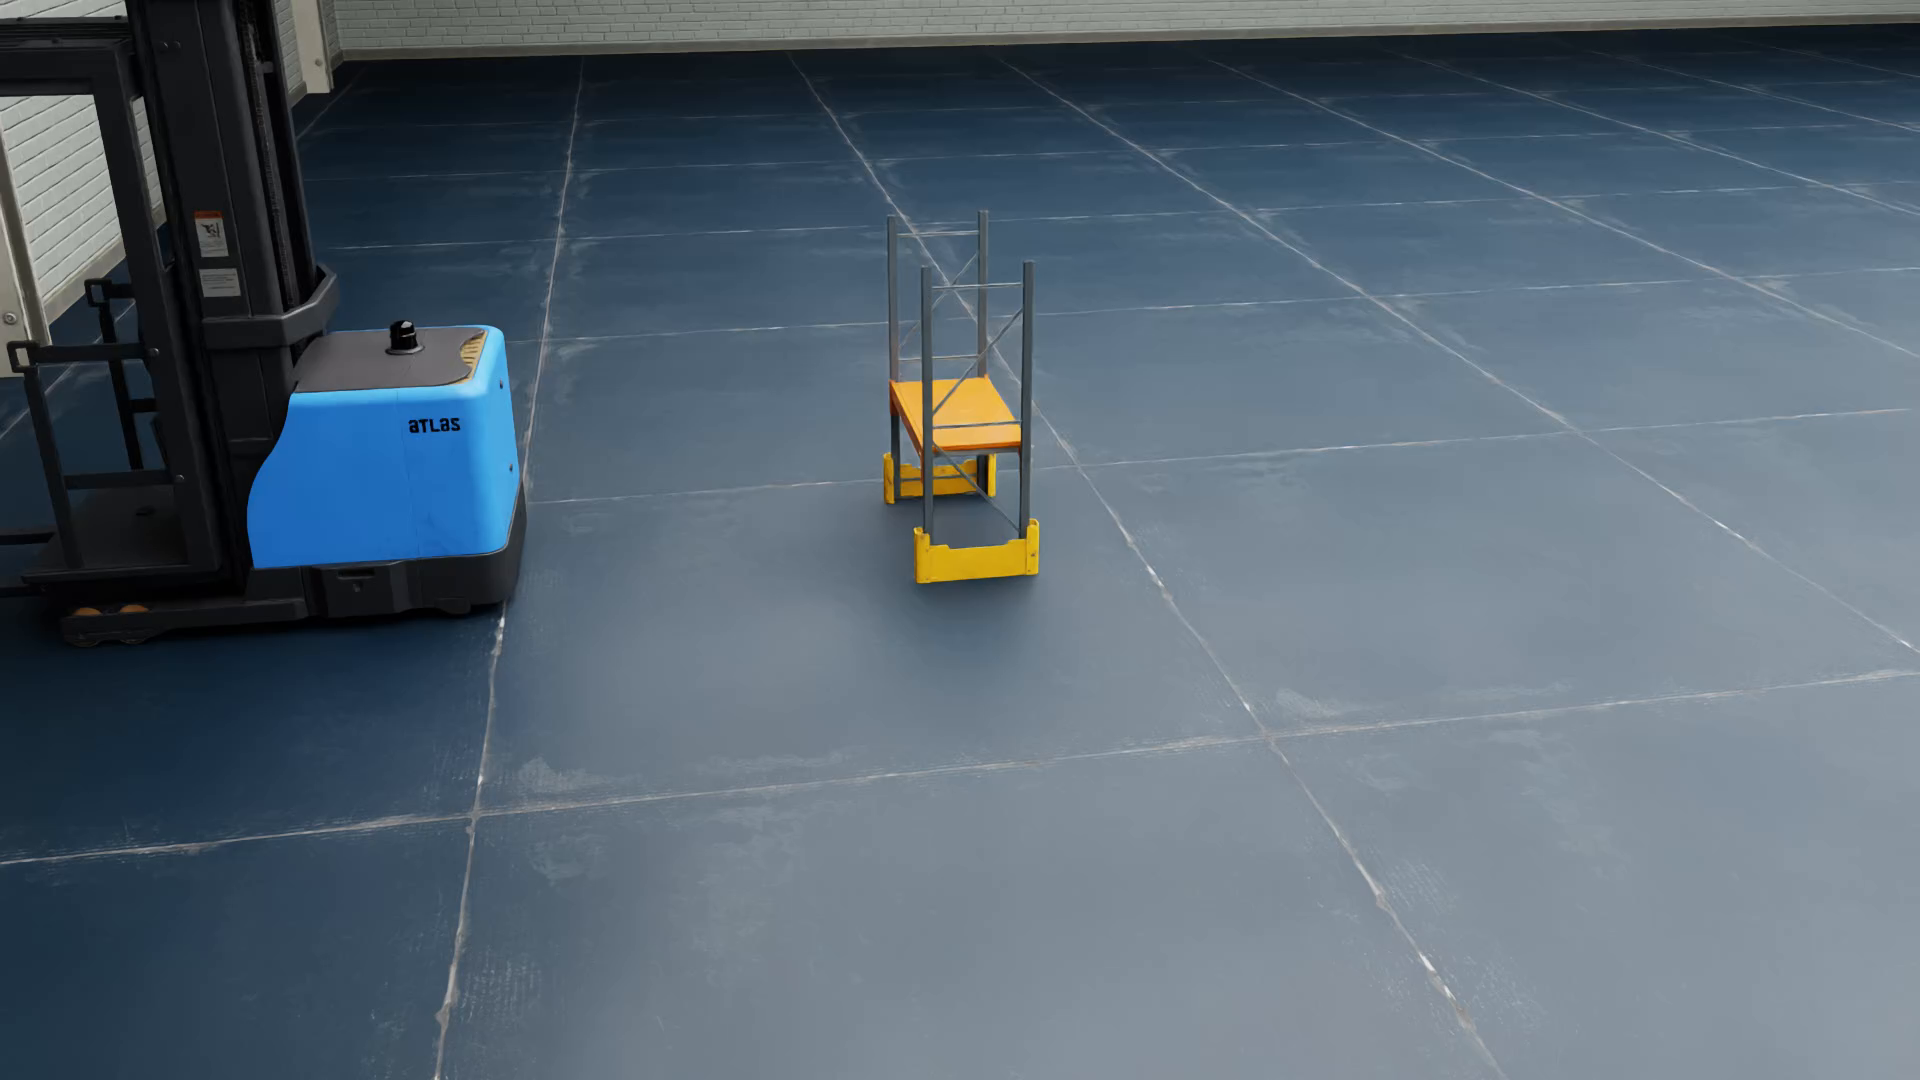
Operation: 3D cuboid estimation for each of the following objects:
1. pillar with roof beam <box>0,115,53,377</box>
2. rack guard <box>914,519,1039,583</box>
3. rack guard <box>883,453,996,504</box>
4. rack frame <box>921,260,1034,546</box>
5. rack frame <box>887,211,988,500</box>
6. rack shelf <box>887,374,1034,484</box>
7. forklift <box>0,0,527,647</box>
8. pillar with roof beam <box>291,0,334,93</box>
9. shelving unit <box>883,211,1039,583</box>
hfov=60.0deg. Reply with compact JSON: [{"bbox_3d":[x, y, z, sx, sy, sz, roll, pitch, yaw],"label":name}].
[{"bbox_3d":[-1.879,-5.565,9.748,9.100,9.000,0.400,-4,24,-10],"label":"pillar with roof beam"},{"bbox_3d":[0.078,0.051,7.820,0.587,0.250,0.087,-4,24,-10],"label":"rack guard"},{"bbox_3d":[-0.106,-0.340,8.717,0.587,0.250,0.087,-4,24,-10],"label":"rack guard"},{"bbox_3d":[0.078,-0.521,7.569,0.500,1.500,0.032,-4,24,-10],"label":"rack frame"},{"bbox_3d":[-0.110,-0.921,8.484,0.500,1.500,0.032,-4,24,-10],"label":"rack frame"},{"bbox_3d":[-0.016,-0.556,8.099,0.538,0.185,1.000,-4,24,-10],"label":"rack shelf"},{"bbox_3d":[-3.582,-1.107,7.123,3.031,2.935,1.130,-4,24,-9],"label":"forklift"},{"bbox_3d":[-4.098,-10.285,20.555,9.100,9.000,0.400,-4,24,-10],"label":"pillar with roof beam"},{"bbox_3d":[-0.014,-0.717,8.018,0.587,1.500,1.083,-4,24,-10],"label":"shelving unit"}]
